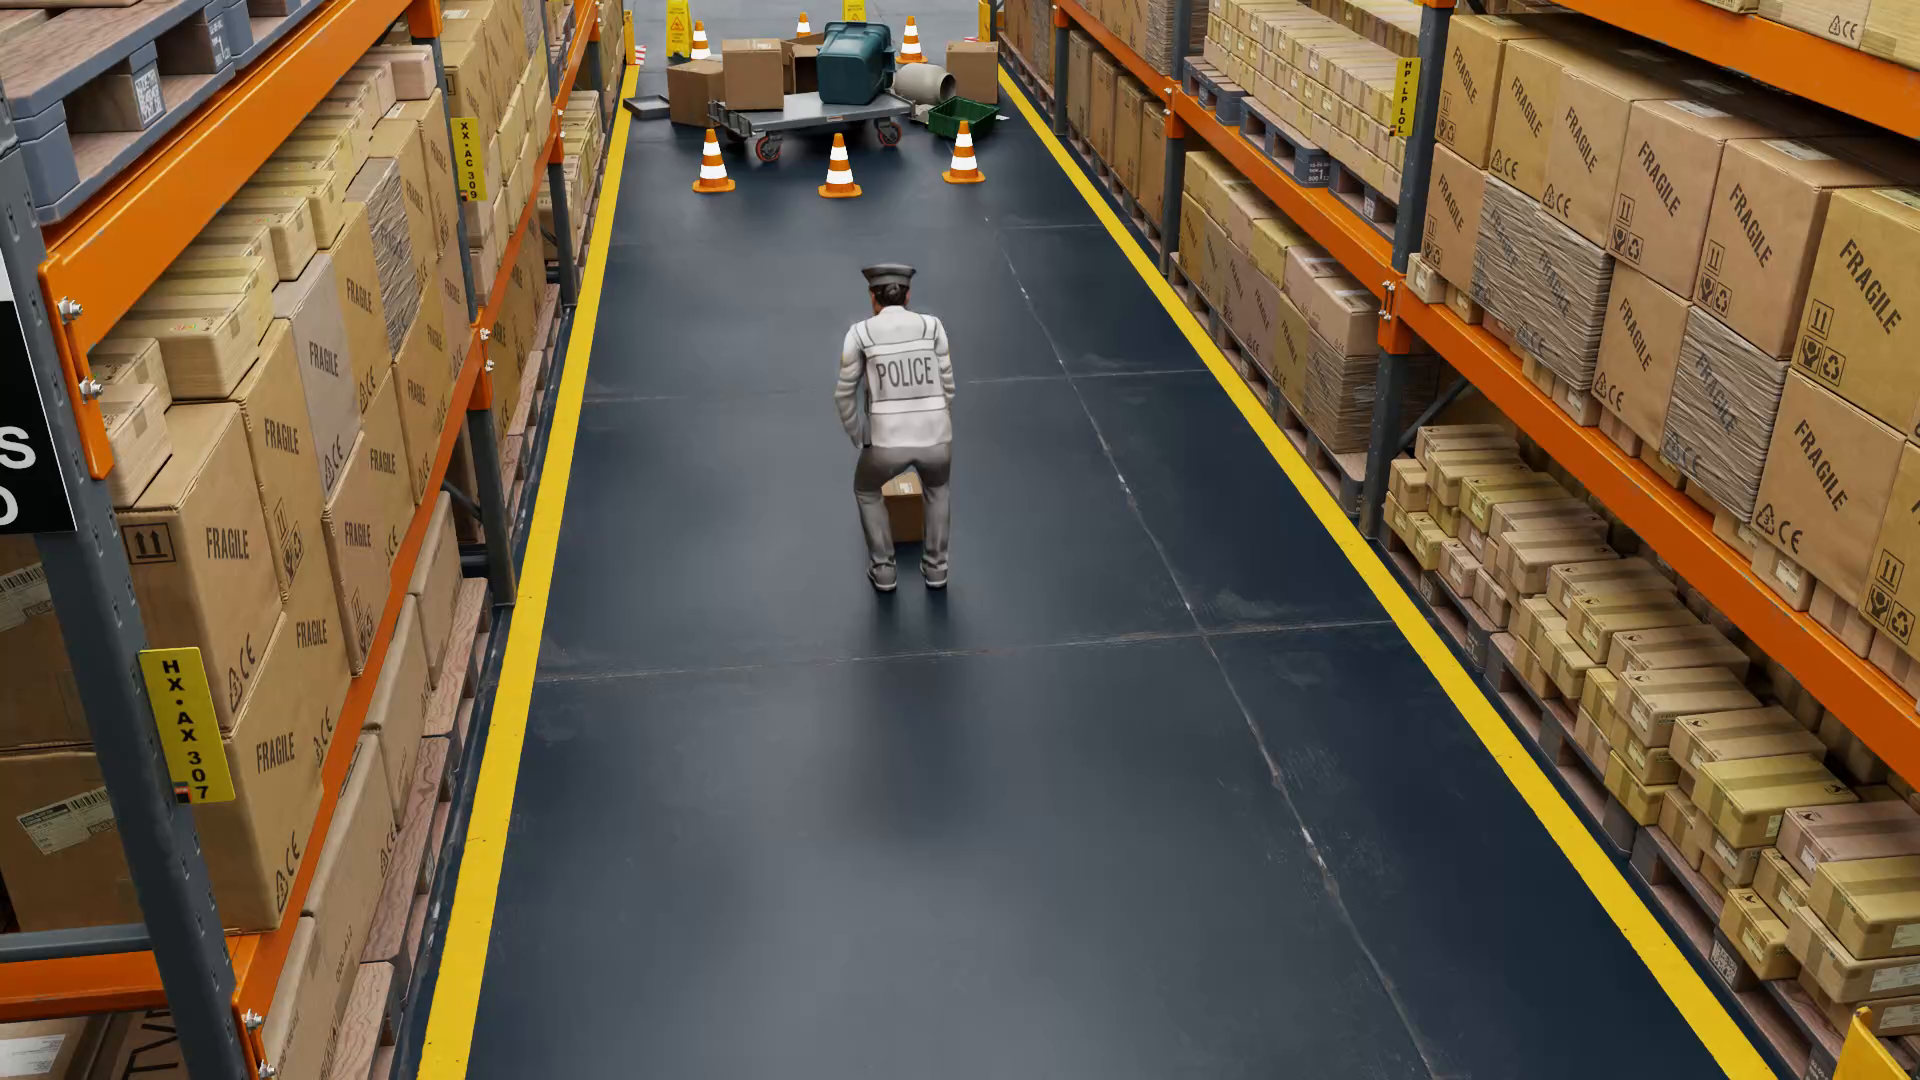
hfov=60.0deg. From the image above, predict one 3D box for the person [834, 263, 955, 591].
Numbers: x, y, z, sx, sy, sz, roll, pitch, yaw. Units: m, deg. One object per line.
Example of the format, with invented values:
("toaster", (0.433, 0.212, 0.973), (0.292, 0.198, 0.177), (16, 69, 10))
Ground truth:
("person", (-0.279, -0.481, 7.317), (0.534, 1.429, 0.674), (-4, 28, -7))
